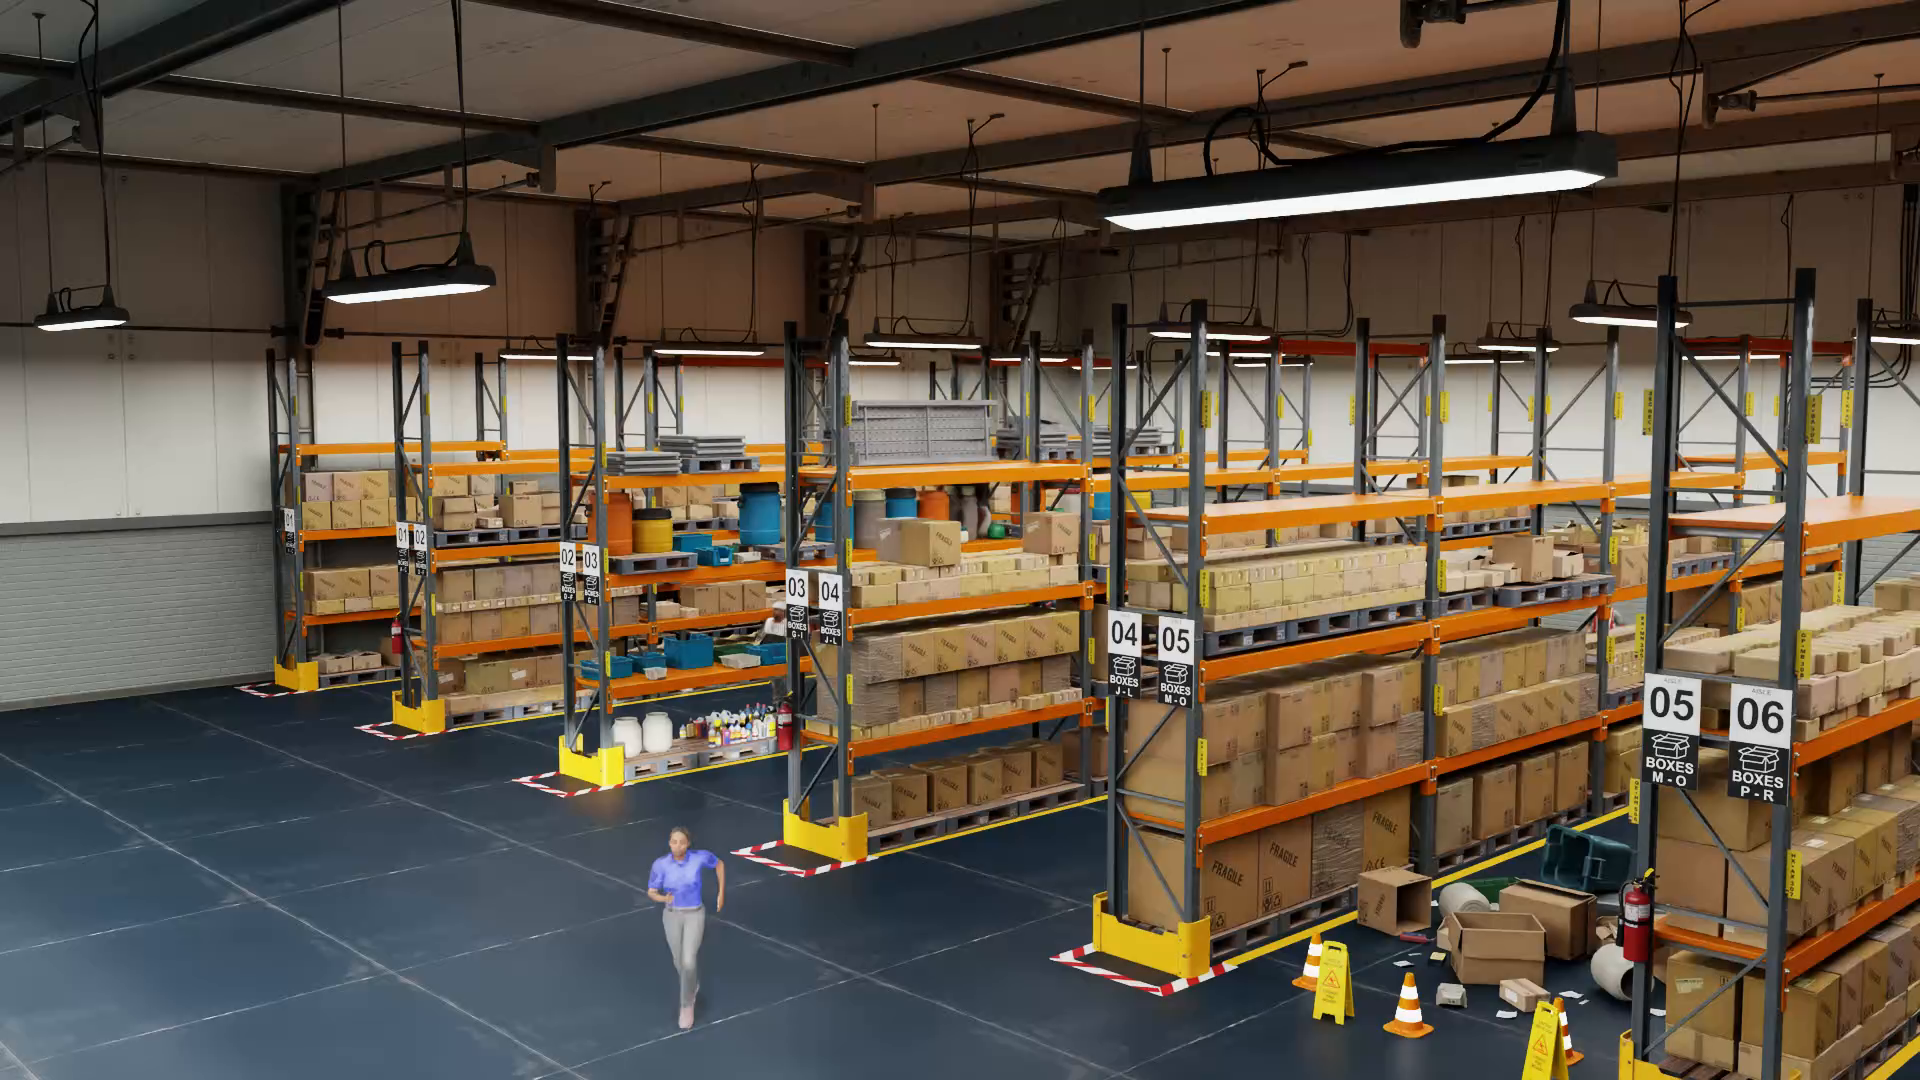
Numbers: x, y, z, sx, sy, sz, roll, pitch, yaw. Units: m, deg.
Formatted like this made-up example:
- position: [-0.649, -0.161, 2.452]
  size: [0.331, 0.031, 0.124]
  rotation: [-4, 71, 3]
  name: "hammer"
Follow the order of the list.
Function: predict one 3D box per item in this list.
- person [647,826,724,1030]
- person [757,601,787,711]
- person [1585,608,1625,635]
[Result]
- position: [-2.265, 3.161, 13.756]
  size: [0.600, 1.670, 0.820]
  rotation: [0, 5, -1]
  name: "person"
- position: [-2.988, 1.917, 27.225]
  size: [0.654, 1.835, 0.735]
  rotation: [3, 6, 34]
  name: "person"
- position: [11.203, 1.789, 28.972]
  size: [0.648, 1.737, 0.614]
  rotation: [3, 6, 30]
  name: "person"
